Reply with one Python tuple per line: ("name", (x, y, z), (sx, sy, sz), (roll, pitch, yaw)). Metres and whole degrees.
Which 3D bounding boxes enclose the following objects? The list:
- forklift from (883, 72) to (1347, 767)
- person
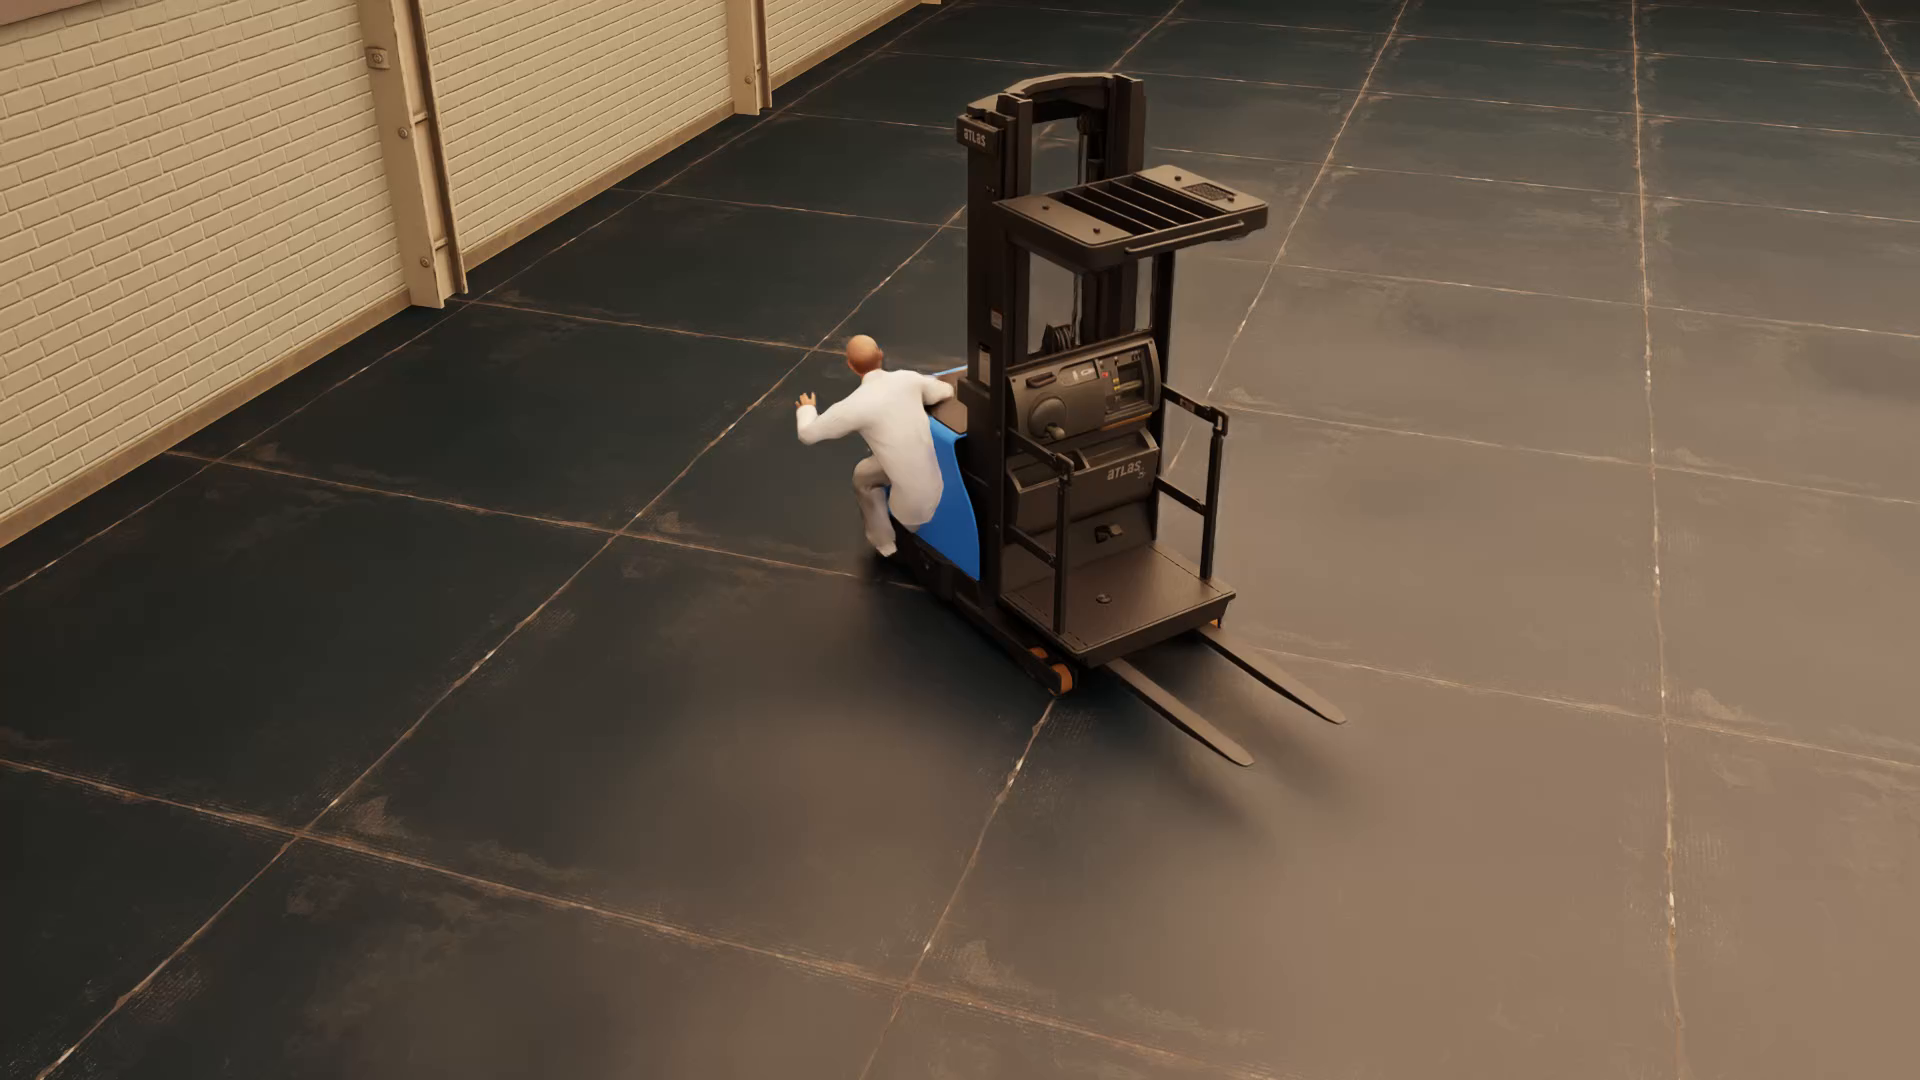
("forklift", (0.771, -0.733, 8.422), (1.130, 2.935, 3.031), (-18, 34, -29))
("person", (-0.431, -0.482, 9.387), (0.928, 1.534, 1.043), (13, 32, 22))
